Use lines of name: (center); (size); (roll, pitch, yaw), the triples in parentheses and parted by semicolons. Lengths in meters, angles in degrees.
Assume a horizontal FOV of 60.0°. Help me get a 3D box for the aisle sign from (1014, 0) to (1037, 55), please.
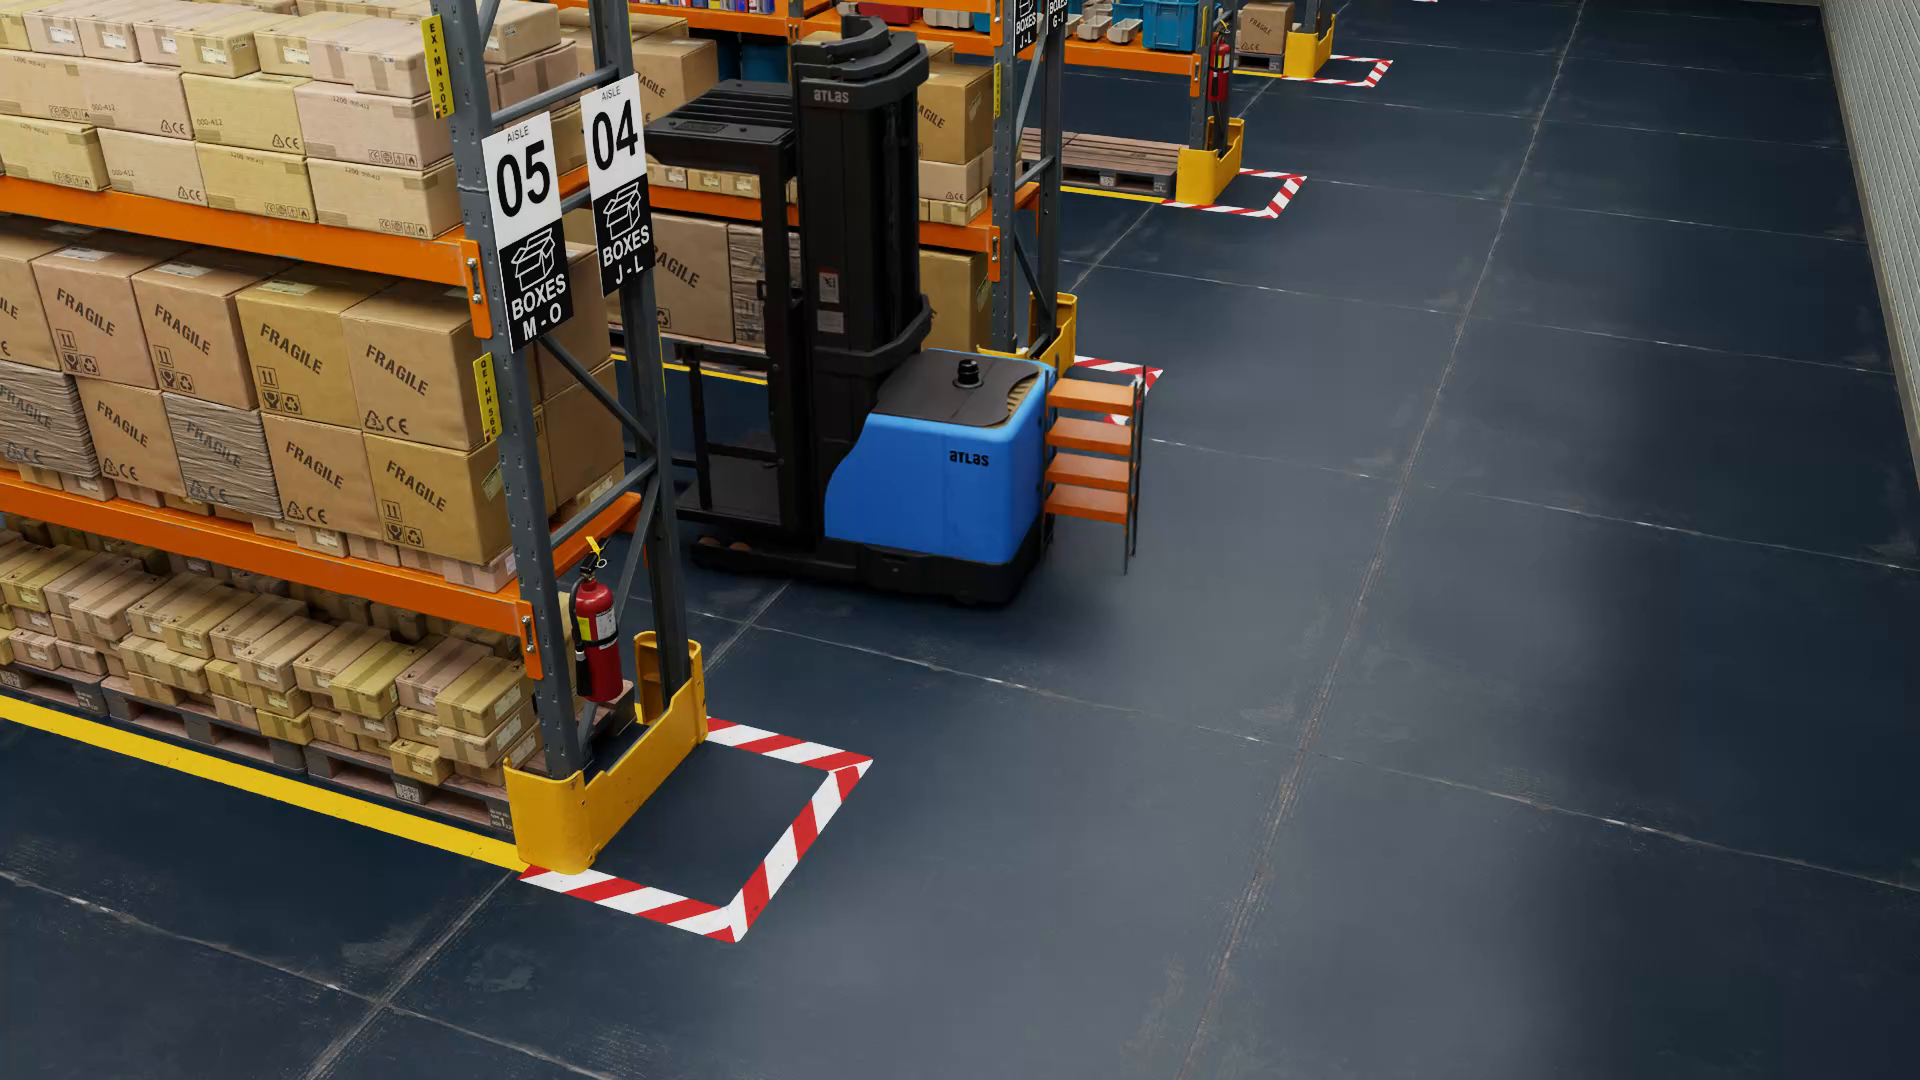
aisle sign: (0.400, -3.356, 9.997); (0.004, 0.787, 0.394); (11, 31, 19)

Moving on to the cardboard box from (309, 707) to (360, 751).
cardboard box: (-2.801, 0.795, 7.765); (0.250, 0.149, 0.380); (12, 31, 20)

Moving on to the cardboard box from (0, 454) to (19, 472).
cardboard box: (-4.295, -0.468, 7.785); (0.250, 0.149, 0.380); (10, 31, 17)

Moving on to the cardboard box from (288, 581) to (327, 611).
cardboard box: (-3.097, 0.182, 8.246); (0.250, 0.149, 0.380); (12, 32, 20)

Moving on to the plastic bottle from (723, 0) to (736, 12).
plastic bottle: (-2.223, -5.312, 16.225); (0.135, 0.276, 0.152); (11, 31, 19)

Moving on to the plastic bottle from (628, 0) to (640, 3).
plastic bottle: (-3.261, -5.498, 16.547); (0.133, 0.283, 0.061); (11, 31, 19)

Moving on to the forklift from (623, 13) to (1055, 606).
forklift: (-1.019, -1.331, 9.126); (3.031, 2.935, 1.130); (9, 31, 15)

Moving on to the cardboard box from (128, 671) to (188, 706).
cardboard box: (-3.784, 0.622, 8.071); (0.250, 0.149, 0.380); (10, 31, 18)

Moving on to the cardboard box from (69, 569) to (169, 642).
cardboard box: (-4.036, 0.311, 8.018); (0.250, 0.149, 0.380); (12, 32, 20)

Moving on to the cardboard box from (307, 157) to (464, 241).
cardboard box: (-2.033, -1.335, 6.168); (0.500, 0.250, 0.500); (11, 31, 18)

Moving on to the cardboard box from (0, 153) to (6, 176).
cardboard box: (-3.946, -1.712, 6.835); (0.500, 0.250, 0.500); (13, 32, 21)

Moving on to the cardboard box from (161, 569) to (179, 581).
cardboard box: (-3.858, 0.186, 8.540); (0.250, 0.149, 0.380); (12, 32, 20)

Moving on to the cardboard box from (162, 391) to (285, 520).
cardboard box: (-2.974, -0.457, 7.106); (0.500, 0.500, 0.500); (11, 31, 19)

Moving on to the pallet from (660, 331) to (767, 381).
pallet: (-1.450, -1.499, 12.187); (1.213, 0.211, 1.003); (11, 31, 19)

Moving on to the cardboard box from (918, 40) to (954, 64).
cardboard box: (-0.360, -3.069, 11.220); (0.500, 0.500, 0.500); (11, 31, 18)

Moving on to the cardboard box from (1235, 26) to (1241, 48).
cardboard box: (3.237, -5.953, 19.665); (0.250, 0.166, 0.380); (11, 31, 19)

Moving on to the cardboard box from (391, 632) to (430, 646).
cardboard box: (-2.590, 0.405, 8.153); (0.250, 0.149, 0.380); (12, 32, 21)

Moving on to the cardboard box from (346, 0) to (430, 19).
cardboard box: (-2.180, -2.066, 6.547); (0.250, 0.149, 0.380); (11, 31, 19)

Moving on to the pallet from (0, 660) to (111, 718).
pallet: (-4.583, 0.451, 8.738); (1.213, 0.211, 1.003); (11, 31, 19)

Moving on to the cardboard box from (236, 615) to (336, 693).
cardboard box: (-3.083, 0.522, 7.644); (0.250, 0.149, 0.380); (12, 32, 21)

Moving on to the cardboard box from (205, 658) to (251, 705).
cardboard box: (-3.306, 0.589, 7.828); (0.250, 0.149, 0.380); (13, 32, 22)

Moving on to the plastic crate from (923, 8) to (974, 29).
plastic crate: (-0.052, -4.980, 15.573); (0.530, 0.282, 0.437); (11, 31, 19)

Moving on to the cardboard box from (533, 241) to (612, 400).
cardboard box: (-1.828, -0.944, 6.951); (0.500, 0.500, 0.500); (11, 31, 19)

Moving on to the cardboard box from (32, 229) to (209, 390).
cardboard box: (-3.476, -0.993, 7.038); (0.500, 0.500, 0.500); (10, 31, 17)

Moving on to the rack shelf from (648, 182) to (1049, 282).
rack shelf: (-1.407, -2.431, 11.733); (4.000, 0.370, 1.077); (11, 31, 19)

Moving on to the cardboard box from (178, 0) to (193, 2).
cardboard box: (-3.155, -2.228, 6.833); (0.250, 0.149, 0.380); (12, 32, 21)

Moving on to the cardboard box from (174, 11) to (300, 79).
cardboard box: (-2.646, -1.827, 6.125); (0.250, 0.149, 0.380); (12, 32, 20)

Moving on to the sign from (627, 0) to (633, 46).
sign: (-1.308, -2.065, 6.418); (0.005, 0.325, 0.100); (11, 31, 19)

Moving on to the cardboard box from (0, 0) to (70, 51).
cardboard box: (-3.593, -2.031, 6.486); (0.250, 0.149, 0.380); (10, 31, 18)

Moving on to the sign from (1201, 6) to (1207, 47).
sign: (2.117, -4.450, 14.408); (0.005, 0.325, 0.100); (11, 31, 19)

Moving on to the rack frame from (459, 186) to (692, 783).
rack frame: (-1.512, -0.131, 6.934); (0.127, 3.000, 1.000); (11, 31, 19)

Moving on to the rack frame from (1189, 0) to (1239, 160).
rack frame: (2.309, -4.632, 14.897); (0.127, 3.000, 1.000); (11, 31, 19)

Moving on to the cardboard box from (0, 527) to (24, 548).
cardboard box: (-4.977, 0.086, 8.415); (0.250, 0.149, 0.380); (13, 32, 21)

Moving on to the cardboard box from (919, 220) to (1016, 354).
cardboard box: (-0.177, -1.714, 11.466); (0.875, 0.875, 0.875); (11, 31, 19)

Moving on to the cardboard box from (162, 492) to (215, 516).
cardboard box: (-3.333, -0.273, 7.441); (0.250, 0.149, 0.380); (12, 32, 20)

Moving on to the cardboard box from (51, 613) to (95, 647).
cardboard box: (-4.246, 0.356, 8.239); (0.250, 0.149, 0.380); (10, 31, 17)

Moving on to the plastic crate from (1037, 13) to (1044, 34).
plastic crate: (0.673, -4.759, 15.328); (0.250, 0.136, 0.298); (11, 31, 19)

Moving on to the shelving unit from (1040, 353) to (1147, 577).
shelving unit: (0.733, -0.408, 9.253); (0.503, 1.200, 0.258); (9, 31, 15)

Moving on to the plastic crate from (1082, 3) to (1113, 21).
plastic crate: (1.309, -4.962, 15.688); (0.298, 0.136, 0.250); (11, 31, 19)

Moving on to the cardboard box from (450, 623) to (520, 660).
cardboard box: (-2.170, 0.420, 7.824); (0.250, 0.149, 0.380); (12, 32, 20)

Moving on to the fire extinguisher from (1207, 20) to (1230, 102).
fire extinguisher: (2.278, -4.201, 14.592); (0.183, 0.674, 0.296); (11, 31, 19)

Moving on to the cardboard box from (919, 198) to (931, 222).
cardboard box: (-0.249, -2.228, 10.898); (0.250, 0.149, 0.380); (12, 31, 20)

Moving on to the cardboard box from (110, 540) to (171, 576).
cardboard box: (-4.095, 0.031, 8.513); (0.250, 0.149, 0.380); (12, 32, 21)

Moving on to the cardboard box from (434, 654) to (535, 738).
cardboard box: (-2.098, 0.686, 7.354); (0.250, 0.149, 0.380); (12, 32, 20)

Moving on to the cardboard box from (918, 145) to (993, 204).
cardboard box: (-0.102, -2.407, 10.810); (0.500, 0.250, 0.500); (11, 31, 18)

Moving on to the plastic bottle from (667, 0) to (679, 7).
plastic bottle: (-2.815, -5.430, 16.434); (0.135, 0.276, 0.152); (11, 31, 19)

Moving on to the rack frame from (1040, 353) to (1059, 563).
rack frame: (0.501, -0.445, 9.318); (0.015, 1.200, 0.240); (9, 31, 15)

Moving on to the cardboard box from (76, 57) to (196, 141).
cardboard box: (-2.982, -1.749, 6.391); (0.500, 0.250, 0.500); (12, 32, 20)

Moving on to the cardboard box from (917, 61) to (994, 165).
cardboard box: (-0.104, -2.735, 10.628); (0.500, 0.500, 0.500); (12, 32, 20)

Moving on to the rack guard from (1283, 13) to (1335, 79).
rack guard: (4.104, -5.816, 19.532); (0.348, 0.500, 1.175); (11, 31, 19)

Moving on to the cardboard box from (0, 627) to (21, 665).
cardboard box: (-4.755, 0.450, 8.376); (0.250, 0.149, 0.380); (12, 32, 21)

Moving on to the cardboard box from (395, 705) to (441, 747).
cardboard box: (-2.330, 0.757, 7.530); (0.250, 0.149, 0.380); (11, 31, 18)

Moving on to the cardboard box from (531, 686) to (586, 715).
cardboard box: (-1.877, 0.684, 7.962); (0.250, 0.149, 0.380); (12, 32, 20)

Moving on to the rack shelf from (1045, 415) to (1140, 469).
rack shelf: (0.733, -0.544, 9.176); (0.480, 0.148, 0.258); (9, 31, 15)

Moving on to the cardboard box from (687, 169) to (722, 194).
cardboard box: (-1.666, -2.511, 11.399); (0.250, 0.149, 0.380); (10, 31, 18)

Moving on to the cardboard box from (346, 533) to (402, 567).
cardboard box: (-2.375, -0.056, 7.056); (0.250, 0.149, 0.380); (11, 31, 19)
